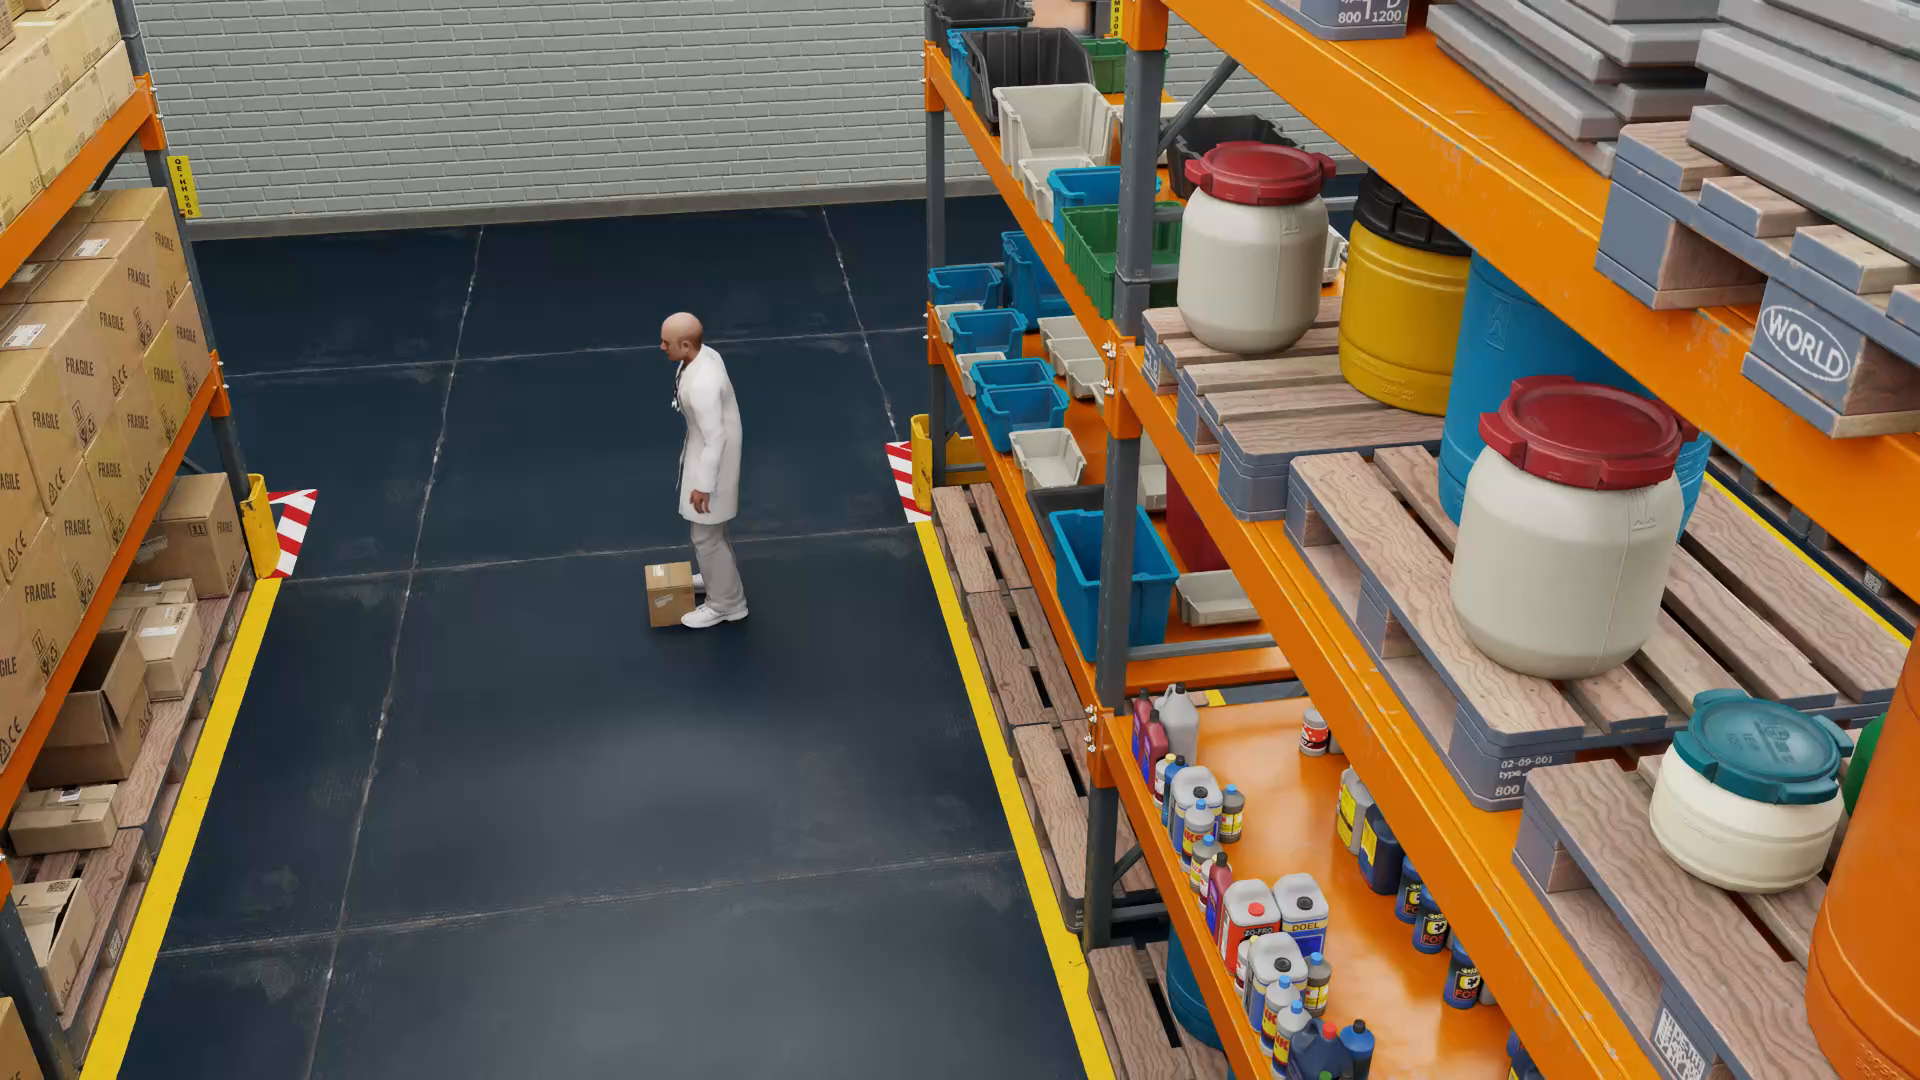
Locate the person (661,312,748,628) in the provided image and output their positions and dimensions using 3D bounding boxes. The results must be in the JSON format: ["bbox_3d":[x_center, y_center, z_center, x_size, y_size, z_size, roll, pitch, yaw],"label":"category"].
[{"bbox_3d":[-1.353,-0.386,8.818,0.419,1.774,0.644,-5,31,-9],"label":"person"}]
